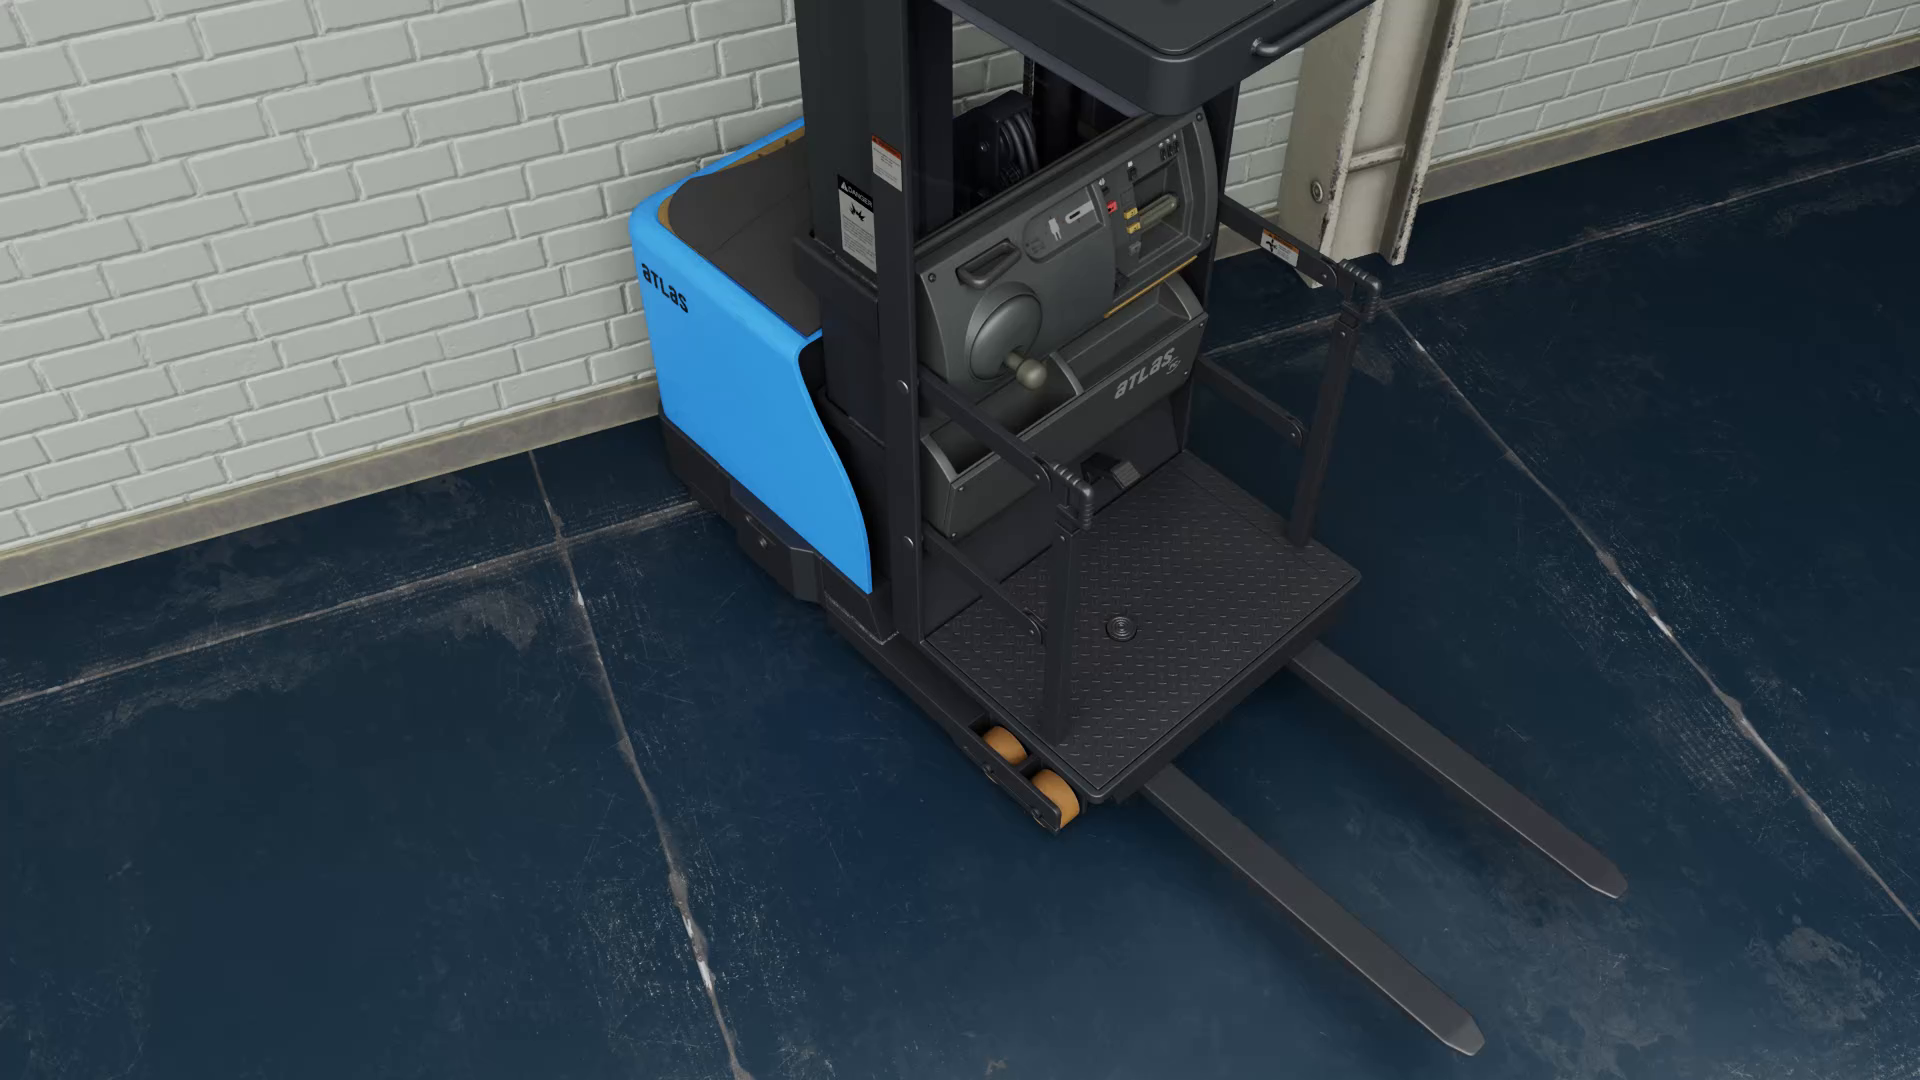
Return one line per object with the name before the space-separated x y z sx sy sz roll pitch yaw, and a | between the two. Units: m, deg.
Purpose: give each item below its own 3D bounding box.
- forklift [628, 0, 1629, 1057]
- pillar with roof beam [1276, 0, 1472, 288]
forklift | 0.423 -0.608 3.840 1.130 2.935 3.031 -35 58 -26
pillar with roof beam | 3.027 -0.985 0.164 0.400 9.000 9.100 -17 52 -14
